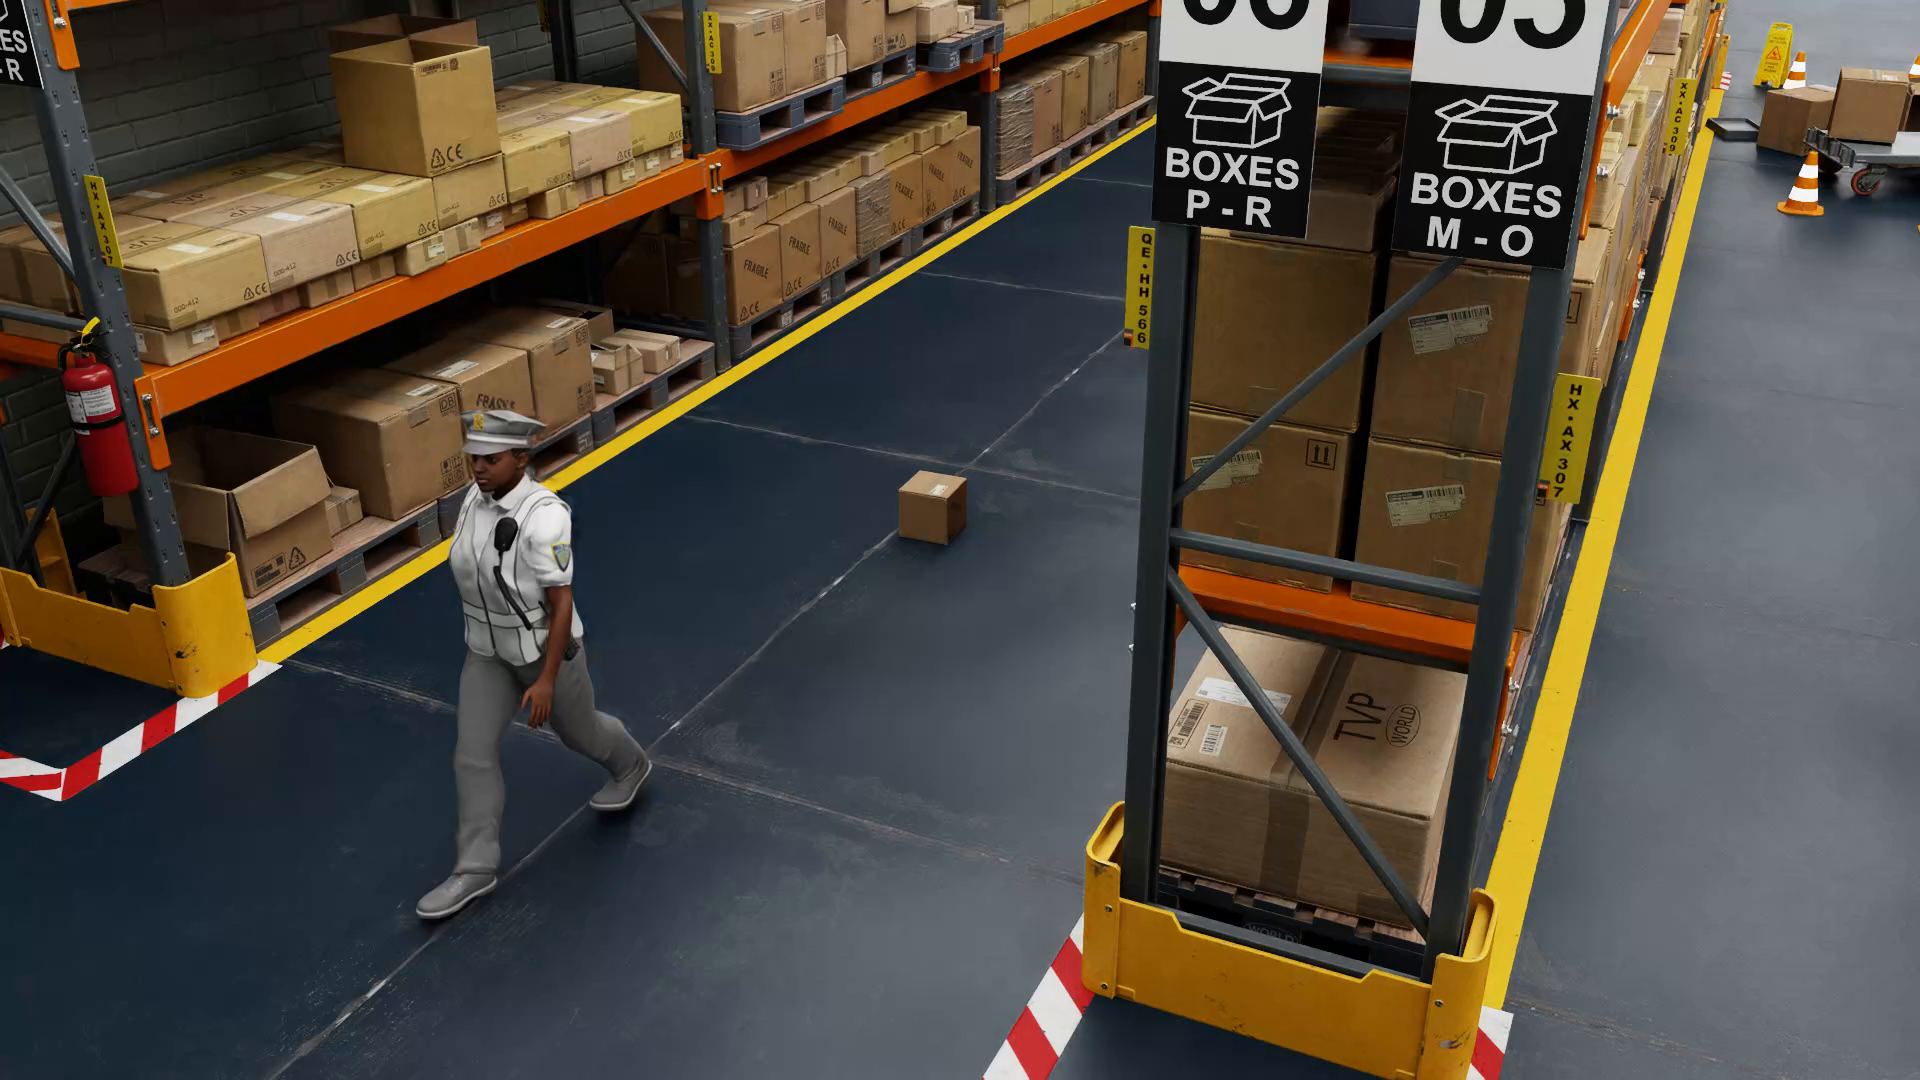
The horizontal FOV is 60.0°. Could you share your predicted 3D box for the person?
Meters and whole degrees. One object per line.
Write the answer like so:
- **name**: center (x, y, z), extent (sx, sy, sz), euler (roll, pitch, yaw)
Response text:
- **person**: center (-1.424, 0.345, 5.372), extent (0.445, 1.639, 0.984), euler (13, 29, 25)
